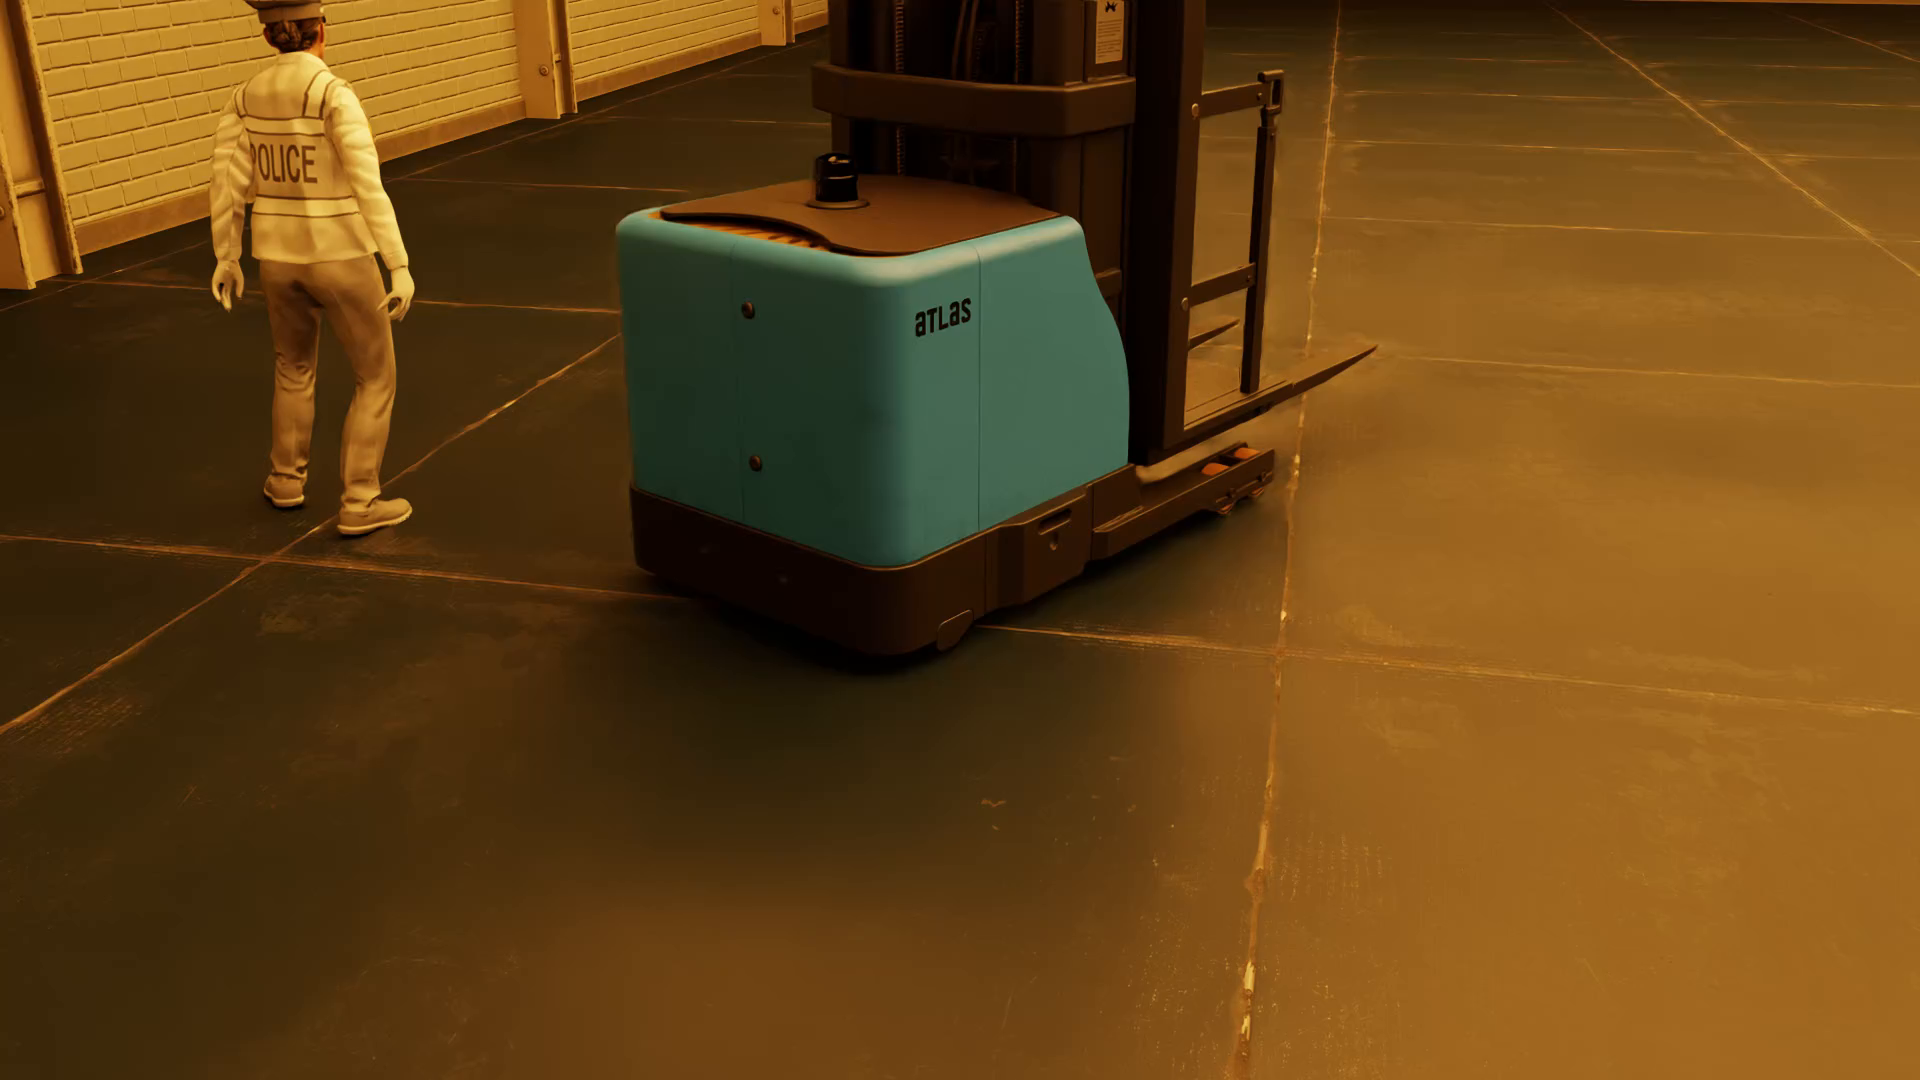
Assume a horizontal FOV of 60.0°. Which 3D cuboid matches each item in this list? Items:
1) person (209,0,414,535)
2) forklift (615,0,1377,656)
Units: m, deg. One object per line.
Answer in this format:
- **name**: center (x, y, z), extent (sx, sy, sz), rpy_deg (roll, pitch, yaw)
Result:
- **person**: center (-1.964, -0.837, 5.059), extent (0.792, 1.634, 0.396), rpy_deg (7, 23, 17)
- **forklift**: center (0.385, -1.545, 5.056), extent (1.130, 2.935, 3.031), rpy_deg (17, 28, 36)
